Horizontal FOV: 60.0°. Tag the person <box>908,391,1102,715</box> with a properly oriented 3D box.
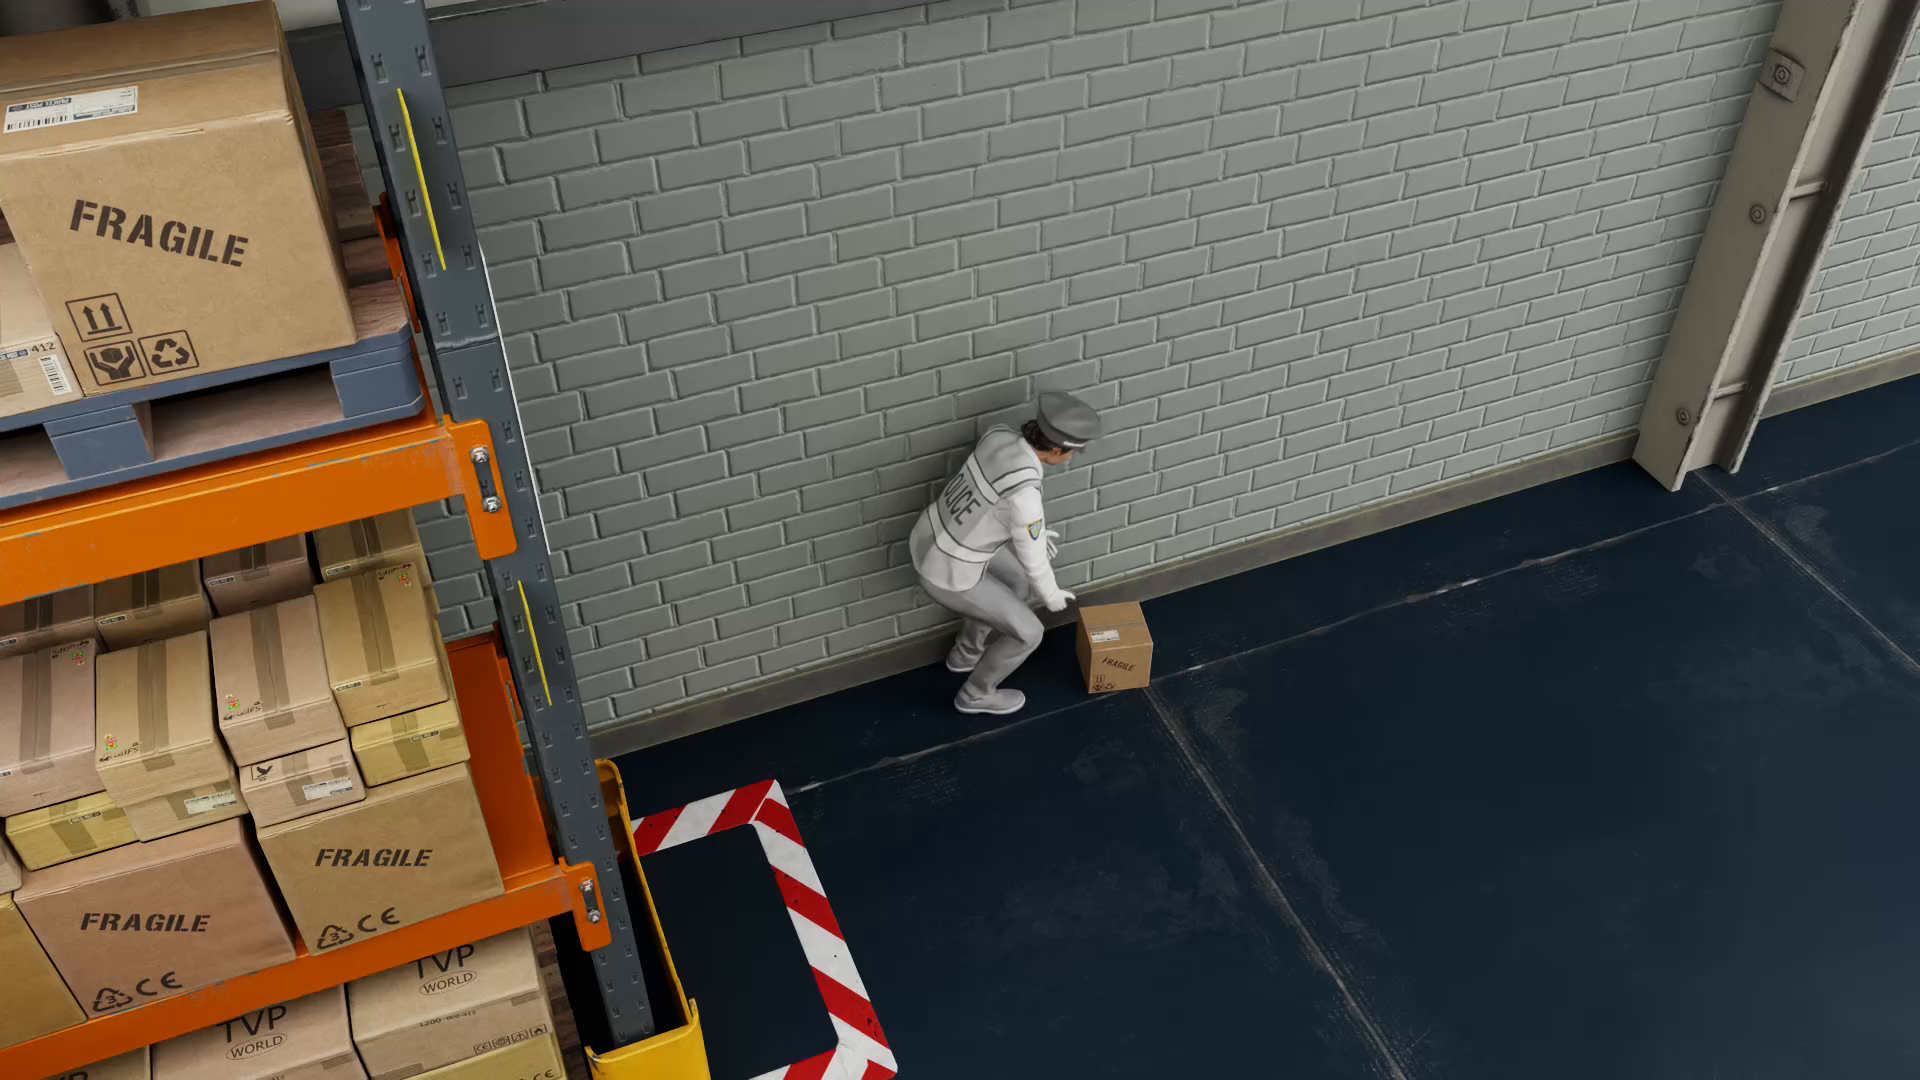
[{"bbox_3d":[0.160,0.047,6.330,0.709,1.375,0.535,-6,42,-7],"label":"person"}]
